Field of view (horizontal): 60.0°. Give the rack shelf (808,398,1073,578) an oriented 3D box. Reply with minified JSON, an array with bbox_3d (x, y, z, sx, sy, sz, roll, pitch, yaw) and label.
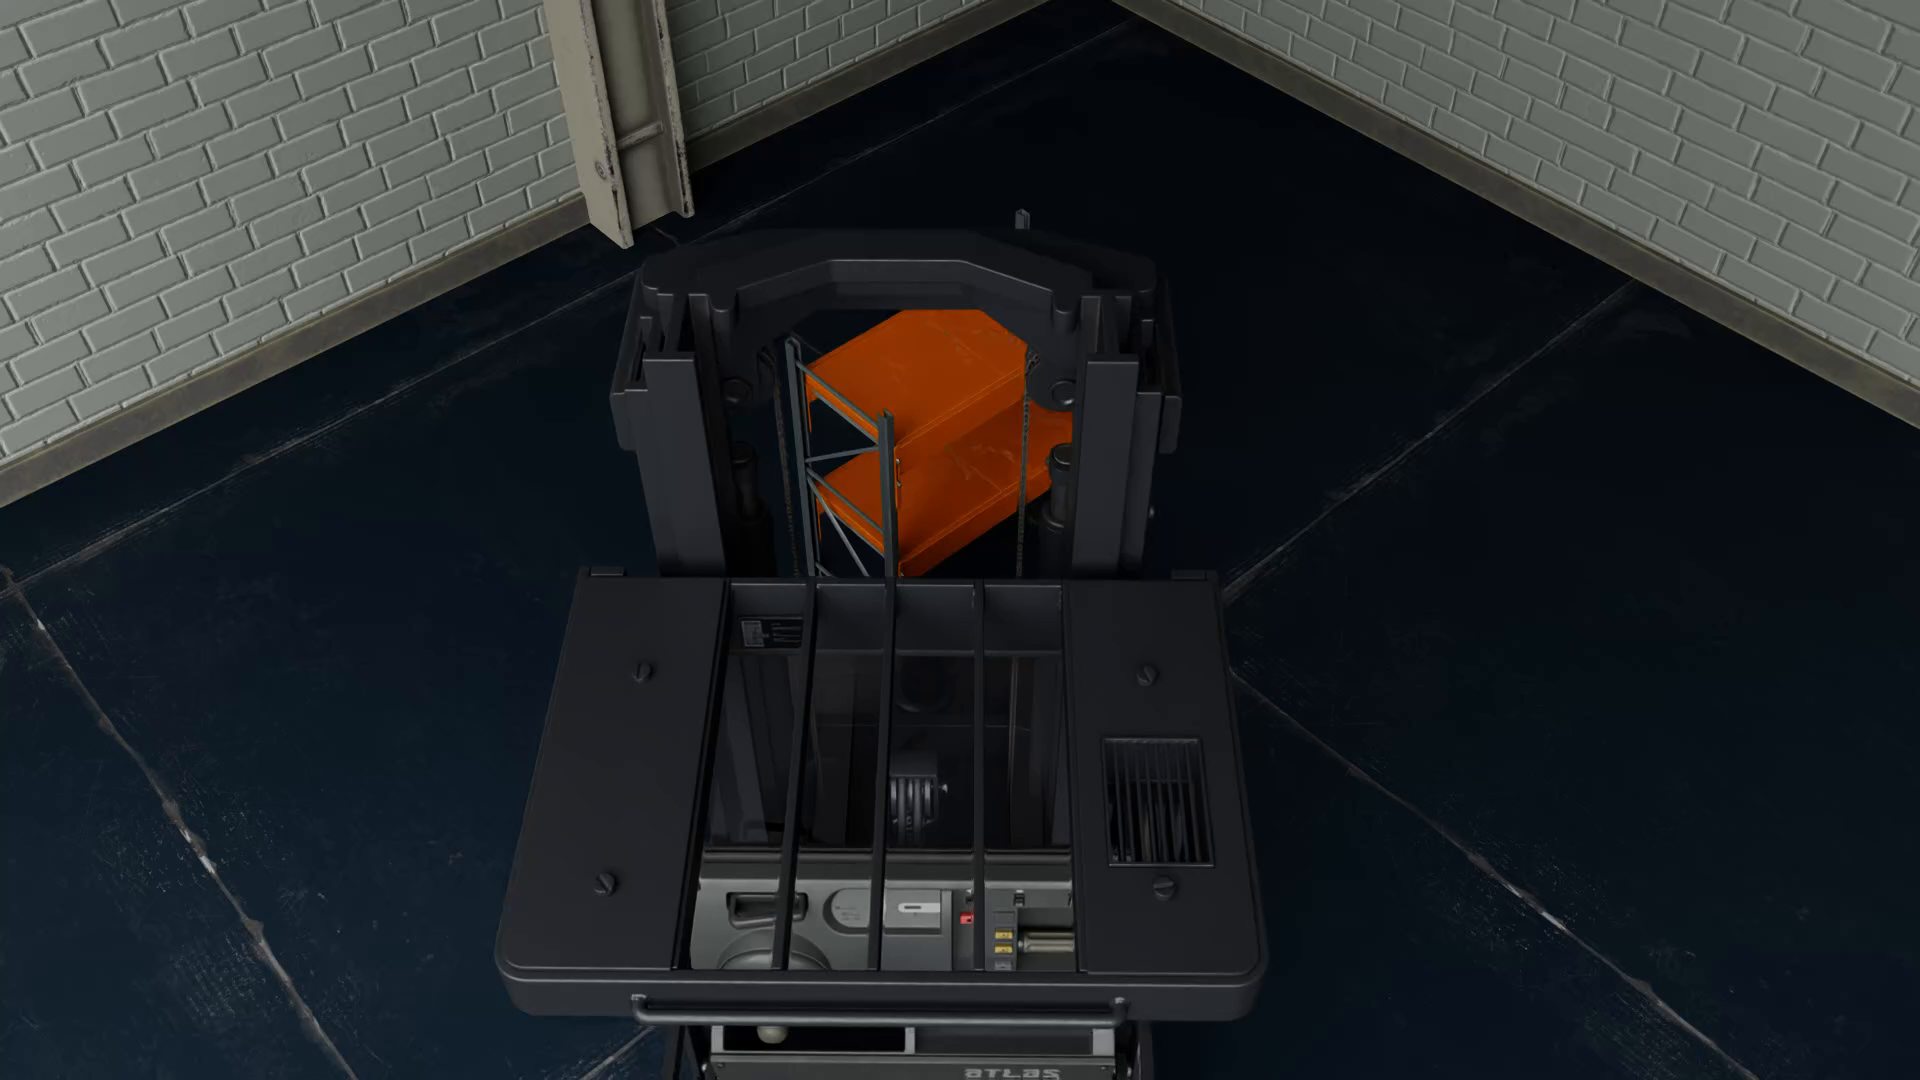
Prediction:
[{"bbox_3d":[-0.005,-0.212,6.013,1.000,0.278,0.538,-34,56,-27],"label":"rack shelf"}]

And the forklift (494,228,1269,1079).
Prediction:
[{"bbox_3d":[-0.107,0.969,3.362,1.130,2.935,3.031,0,47,0],"label":"forklift"}]

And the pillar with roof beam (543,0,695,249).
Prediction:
[{"bbox_3d":[1.436,-2.195,2.152,0.400,9.000,9.100,-34,56,-27],"label":"pillar with roof beam"}]

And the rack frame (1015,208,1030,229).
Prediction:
[{"bbox_3d":[0.371,-0.629,6.065,0.032,1.125,0.500,-34,56,-27],"label":"rack frame"}]

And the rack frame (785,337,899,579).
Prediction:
[{"bbox_3d":[-0.381,-0.127,5.602,0.032,1.125,0.500,-34,56,-27],"label":"rack frame"}]

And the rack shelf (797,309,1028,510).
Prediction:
[{"bbox_3d":[-0.005,-0.577,5.618,1.000,0.278,0.538,-34,56,-27],"label":"rack shelf"}]

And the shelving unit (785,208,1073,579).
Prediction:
[{"bbox_3d":[-0.005,-0.378,5.834,1.048,1.125,0.538,-34,56,-27],"label":"shelving unit"}]
